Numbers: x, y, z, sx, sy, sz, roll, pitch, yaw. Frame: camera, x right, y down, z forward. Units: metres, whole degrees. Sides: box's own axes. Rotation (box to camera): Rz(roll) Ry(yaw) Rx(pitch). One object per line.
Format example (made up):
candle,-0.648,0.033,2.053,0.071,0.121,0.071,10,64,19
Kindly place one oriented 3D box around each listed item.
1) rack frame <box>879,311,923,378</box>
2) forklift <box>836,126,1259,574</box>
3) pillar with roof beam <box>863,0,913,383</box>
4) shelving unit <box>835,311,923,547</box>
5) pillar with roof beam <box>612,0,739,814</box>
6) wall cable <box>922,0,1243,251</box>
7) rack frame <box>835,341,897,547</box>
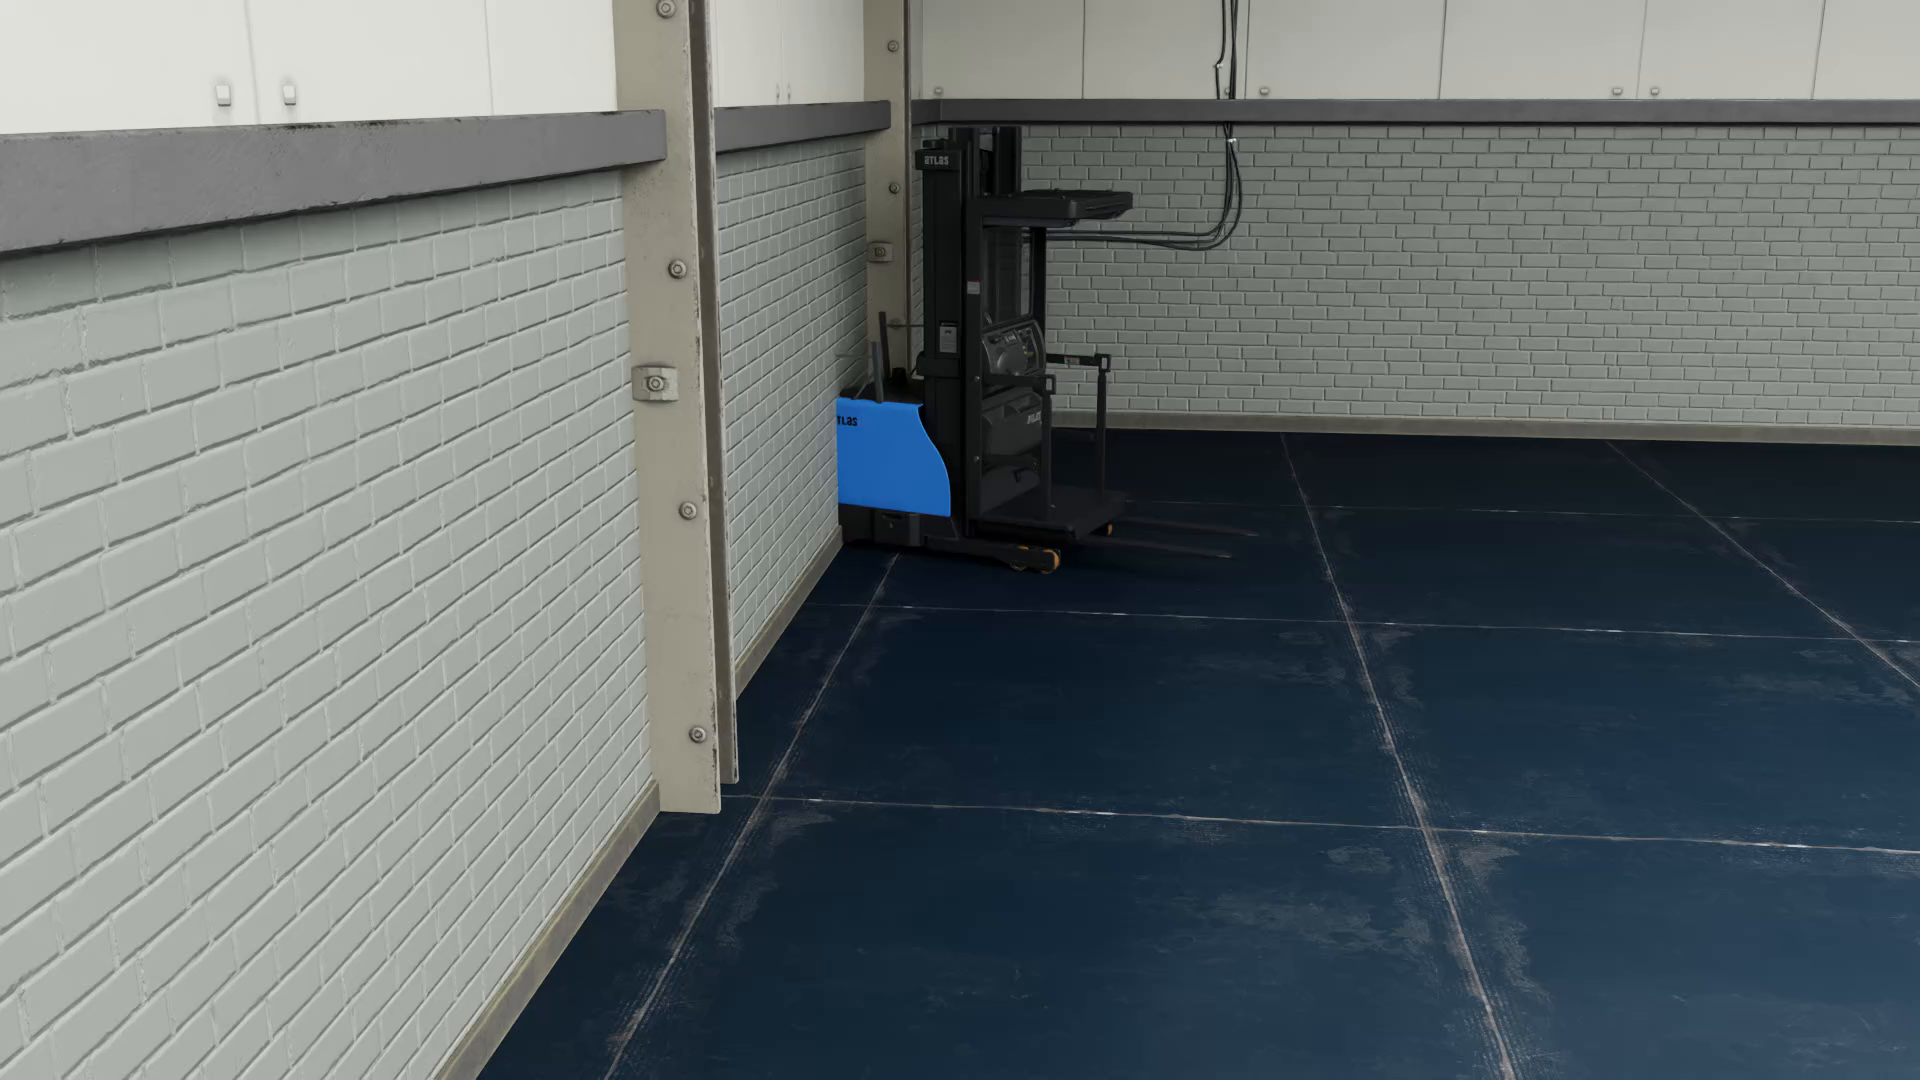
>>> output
rack frame,-0.327,-0.999,12.700,0.500,1.500,0.032,4,20,24
forklift,0.560,-1.342,11.511,3.031,2.935,1.130,7,17,25
pillar with roof beam,3.724,-4.585,11.879,9.100,9.000,0.400,2,15,6
shelving unit,-0.534,-0.838,12.264,0.538,1.500,1.048,4,20,24
pillar with roof beam,3.047,-3.029,6.124,9.100,9.000,0.400,2,15,6
wall cable,1.093,-3.938,15.435,3.097,2.526,0.112,2,15,6
rack frame,-0.741,-0.677,11.828,0.500,1.500,0.032,4,20,24
